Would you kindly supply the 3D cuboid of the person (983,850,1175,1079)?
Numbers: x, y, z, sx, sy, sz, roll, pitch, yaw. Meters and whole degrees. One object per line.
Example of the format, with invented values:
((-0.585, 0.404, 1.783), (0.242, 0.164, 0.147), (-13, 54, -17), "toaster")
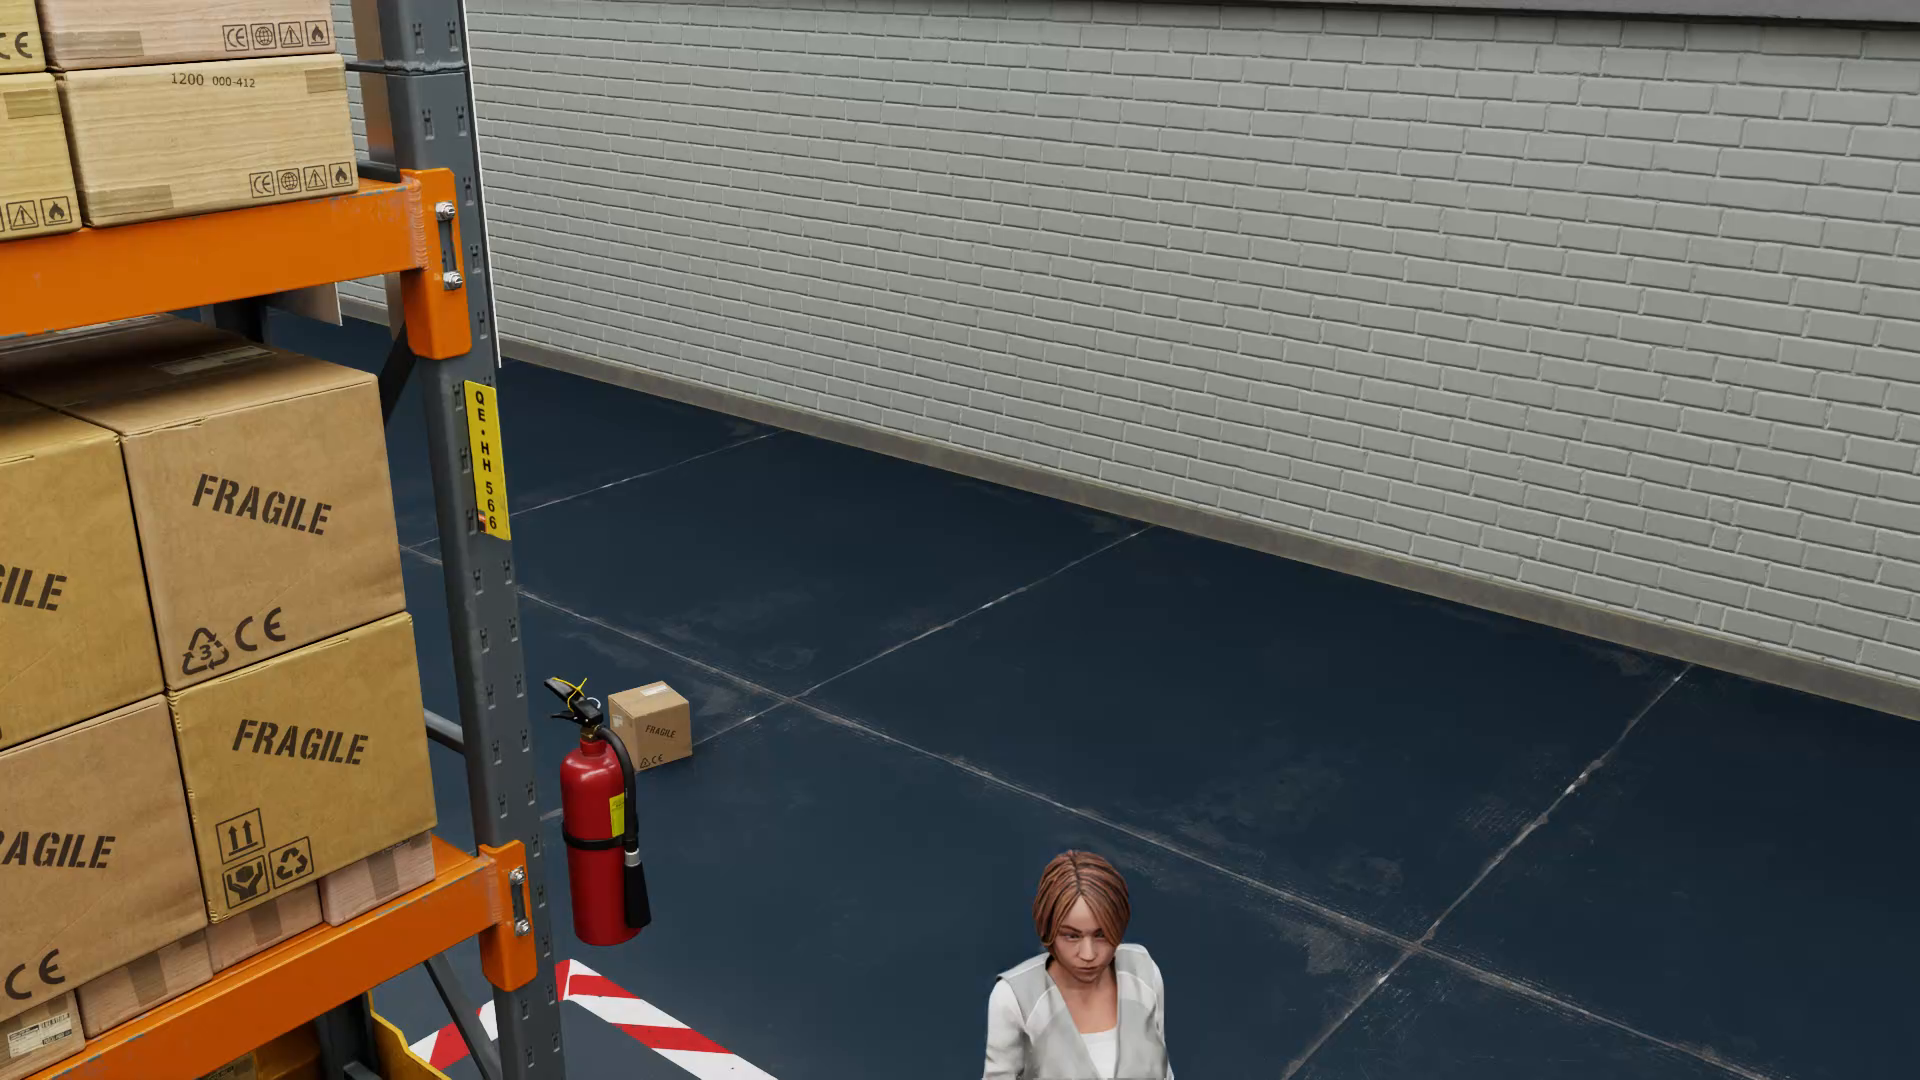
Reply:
((0.240, 1.346, 3.444), (0.437, 1.587, 0.529), (-6, 21, -15), "person")
